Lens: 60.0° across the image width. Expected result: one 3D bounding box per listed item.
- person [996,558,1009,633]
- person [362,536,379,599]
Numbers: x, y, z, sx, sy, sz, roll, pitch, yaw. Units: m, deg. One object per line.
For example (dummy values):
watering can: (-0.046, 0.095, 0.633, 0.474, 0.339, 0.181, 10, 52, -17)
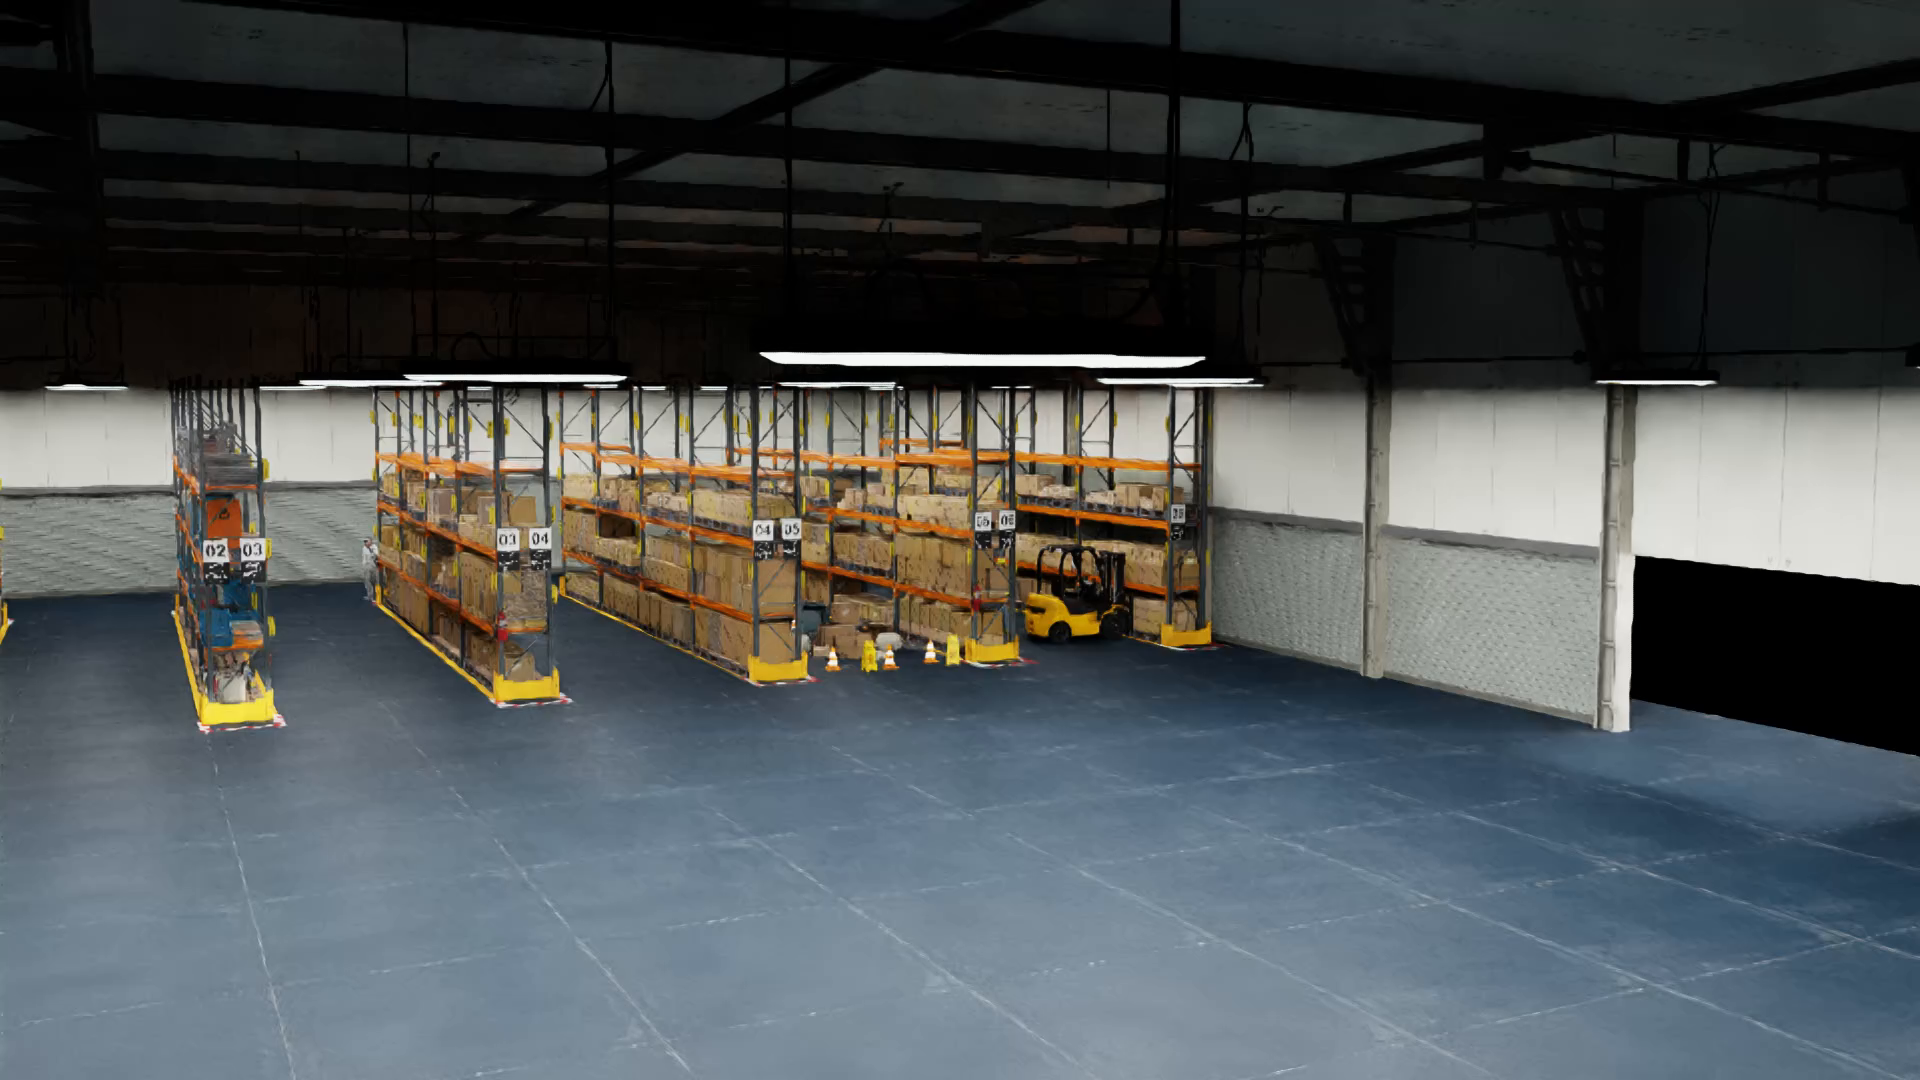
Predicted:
person: (0.947, 1.307, 39.601, 0.497, 1.765, 0.625, 0, 5, 3)
person: (-16.307, 0.751, 46.203, 0.577, 1.746, 0.588, 1, 5, 12)
